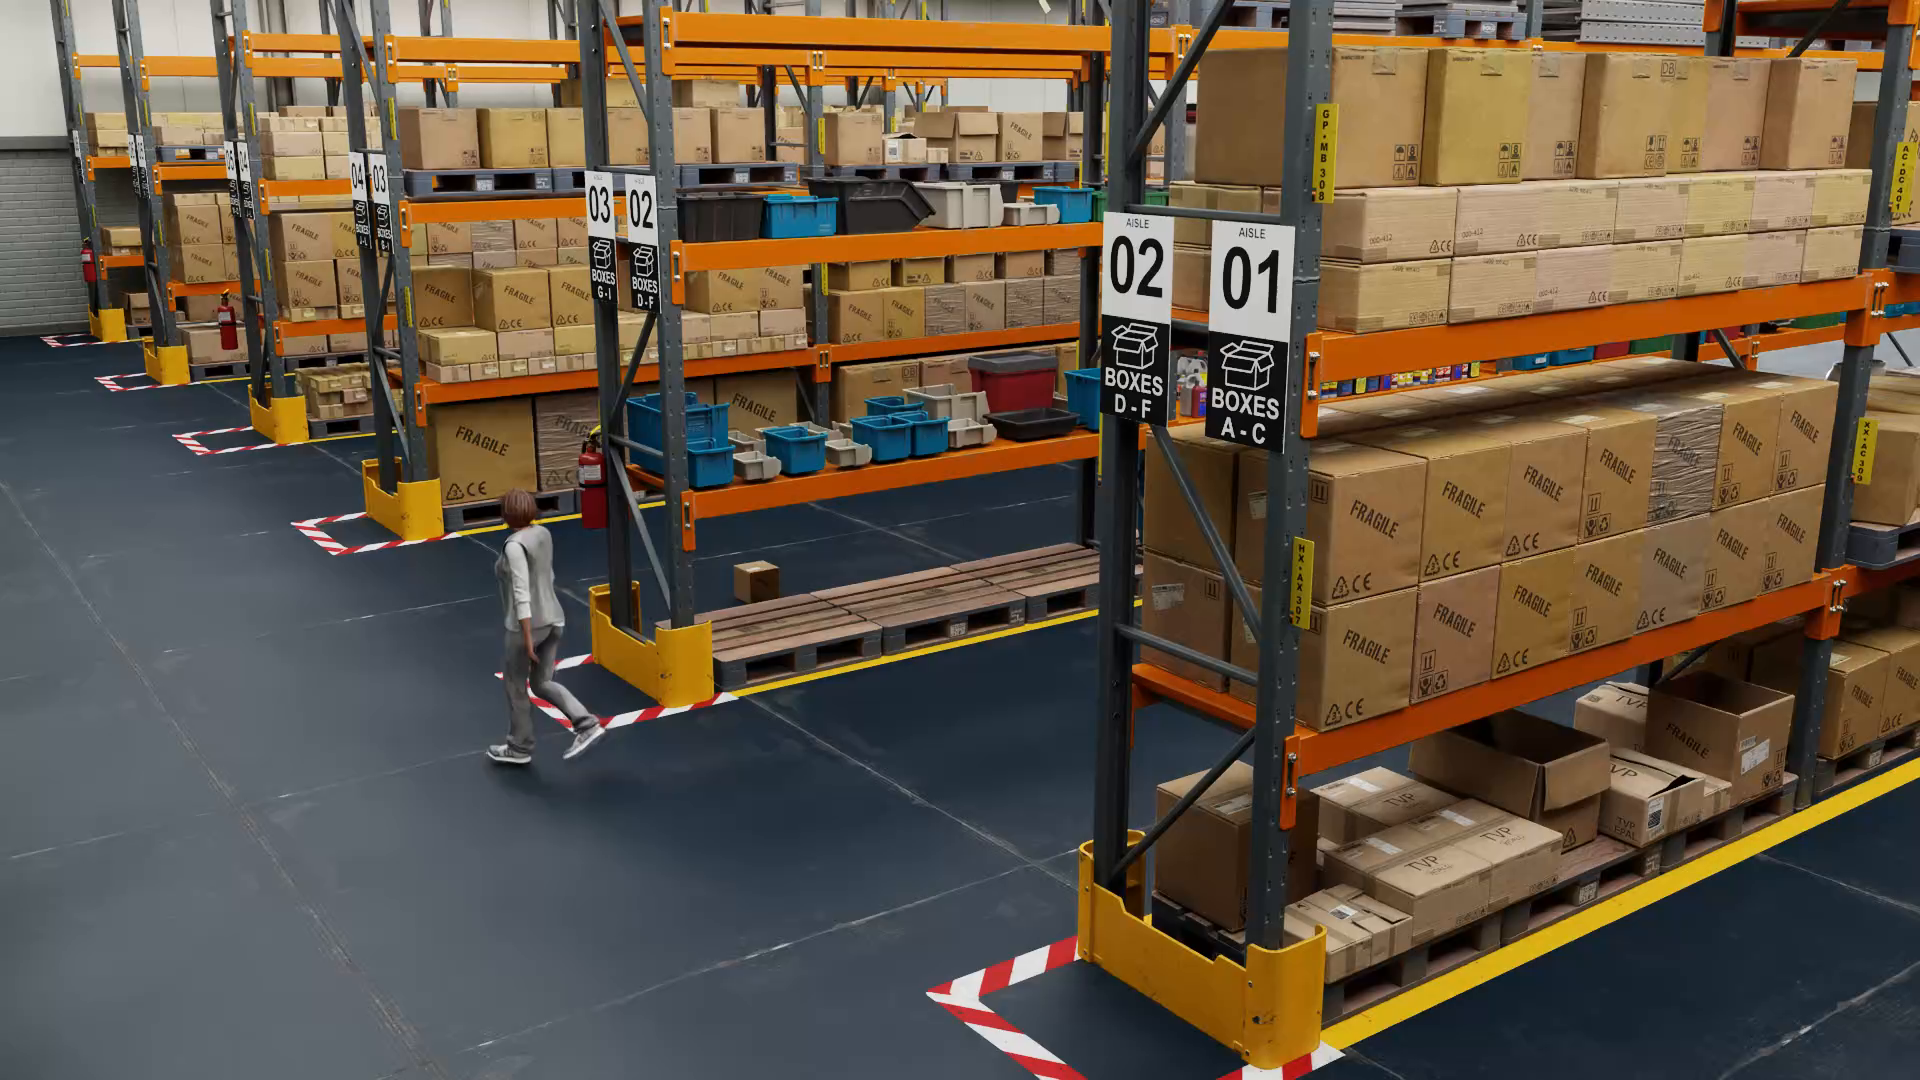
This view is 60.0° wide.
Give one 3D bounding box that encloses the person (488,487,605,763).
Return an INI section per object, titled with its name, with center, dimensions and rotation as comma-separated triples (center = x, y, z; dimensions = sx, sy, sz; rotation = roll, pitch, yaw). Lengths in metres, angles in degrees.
[person]
center = -2.291, 0.488, 9.170
dimensions = 0.760, 1.559, 0.494
rotation = 5, 16, 18
